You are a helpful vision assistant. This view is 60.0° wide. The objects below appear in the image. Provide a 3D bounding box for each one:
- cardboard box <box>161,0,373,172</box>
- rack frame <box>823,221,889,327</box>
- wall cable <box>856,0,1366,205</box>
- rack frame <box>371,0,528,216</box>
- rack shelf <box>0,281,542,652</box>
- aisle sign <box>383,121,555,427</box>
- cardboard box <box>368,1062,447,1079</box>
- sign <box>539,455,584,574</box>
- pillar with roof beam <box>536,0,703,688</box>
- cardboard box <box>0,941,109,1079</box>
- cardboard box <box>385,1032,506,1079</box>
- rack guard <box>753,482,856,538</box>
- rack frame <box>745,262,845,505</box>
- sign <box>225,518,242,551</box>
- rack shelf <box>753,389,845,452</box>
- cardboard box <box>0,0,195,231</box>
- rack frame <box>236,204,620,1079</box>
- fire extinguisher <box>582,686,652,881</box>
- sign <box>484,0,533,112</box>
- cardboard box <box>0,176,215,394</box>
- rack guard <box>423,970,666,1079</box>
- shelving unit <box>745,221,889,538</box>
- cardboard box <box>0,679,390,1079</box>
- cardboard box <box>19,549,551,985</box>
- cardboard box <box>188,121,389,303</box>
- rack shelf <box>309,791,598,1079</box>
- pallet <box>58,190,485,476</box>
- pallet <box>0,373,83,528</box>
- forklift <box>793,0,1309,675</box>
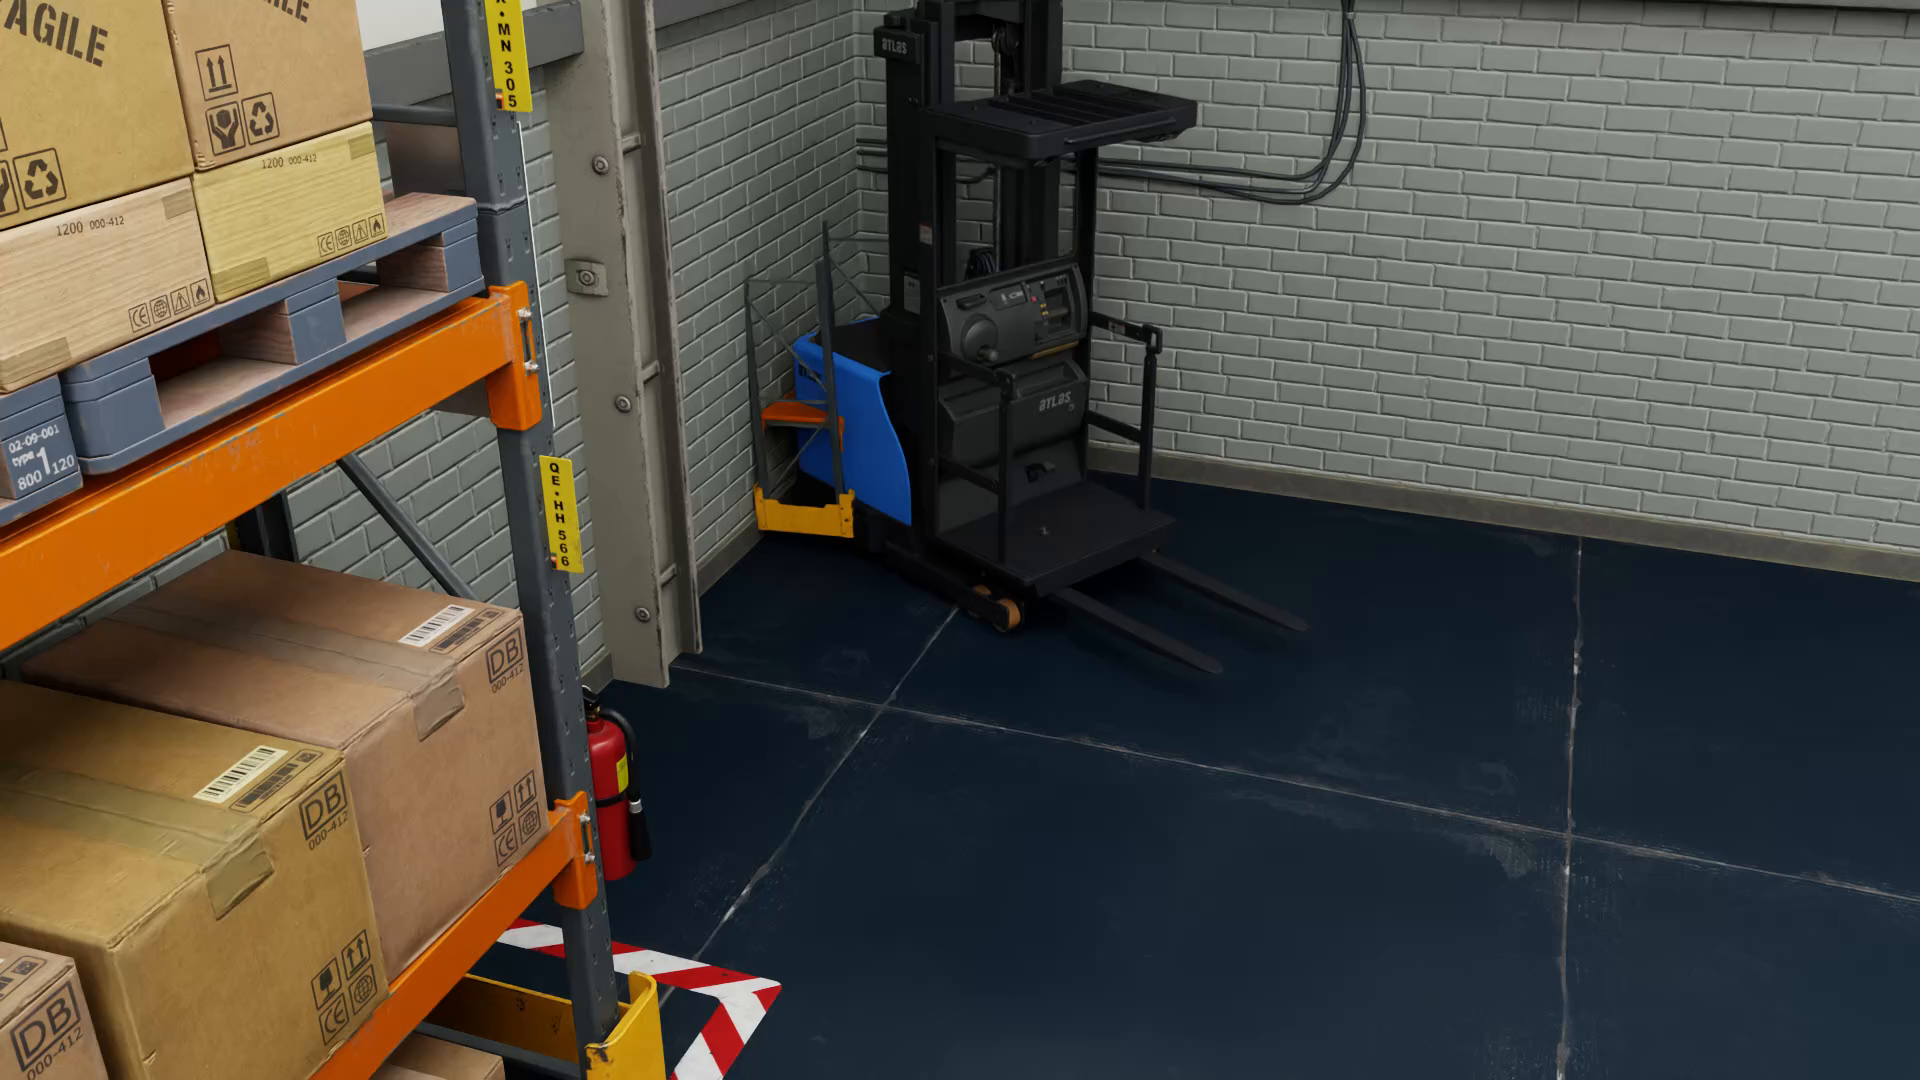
[{"bbox_3d":[-1.536,-1.035,3.219,0.500,0.500,0.500,9,27,17],"label":"cardboard box"},{"bbox_3d":[-0.534,-1.112,9.719,0.500,1.500,0.032,5,23,20],"label":"rack frame"},{"bbox_3d":[0.669,-3.096,8.882,3.097,2.526,0.112,9,27,17],"label":"wall cable"},{"bbox_3d":[-1.550,-2.222,3.512,1.000,3.000,0.127,9,27,17],"label":"rack frame"},{"bbox_3d":[-2.216,0.274,2.625,1.077,0.370,4.000,9,27,17],"label":"rack shelf"},{"bbox_3d":[-1.243,-0.678,4.224,0.394,0.787,0.004,9,27,17],"label":"aisle sign"},{"bbox_3d":[-1.560,1.504,4.344,0.380,0.149,0.250,8,27,17],"label":"cardboard box"},{"bbox_3d":[-1.043,-0.065,4.341,0.100,0.325,0.005,9,27,17],"label":"sign"},{"bbox_3d":[2.592,-2.832,4.773,9.100,9.000,0.400,9,27,17],"label":"pillar with roof beam"},{"bbox_3d":[-2.204,1.167,3.053,0.980,0.700,0.700,7,27,15],"label":"cardboard box"},{"bbox_3d":[-1.689,1.717,4.649,0.700,0.500,0.500,9,27,17],"label":"cardboard box"},{"bbox_3d":[-0.846,-0.166,9.092,0.587,0.250,0.087,5,23,20],"label":"rack guard"},{"bbox_3d":[-0.887,-0.738,8.842,0.500,1.500,0.032,5,23,20],"label":"rack frame"},{"bbox_3d":[-2.071,-0.030,4.785,0.100,0.325,0.005,9,27,17],"label":"sign"},{"bbox_3d":[-0.700,-0.758,9.348,0.538,0.185,1.000,5,23,20],"label":"rack shelf"},{"bbox_3d":[-1.713,-0.831,2.797,0.500,0.500,0.500,10,27,19],"label":"cardboard box"},{"bbox_3d":[-1.550,0.479,4.819,1.000,3.000,0.127,9,27,17],"label":"rack frame"},{"bbox_3d":[-1.065,0.686,4.907,0.296,0.674,0.183,9,27,17],"label":"fire extinguisher"},{"bbox_3d":[-1.043,-1.150,3.816,0.100,0.325,0.005,9,27,17],"label":"sign"},{"bbox_3d":[-1.716,-0.485,2.942,0.500,0.250,0.500,8,27,15],"label":"cardboard box"},{"bbox_3d":[-1.542,1.594,5.385,1.175,0.500,0.348,9,27,17],"label":"rack guard"},{"bbox_3d":[-0.707,-0.928,9.288,0.587,1.500,1.083,5,23,20],"label":"shelving unit"},{"bbox_3d":[-1.942,0.855,3.697,0.980,0.700,0.700,9,27,17],"label":"cardboard box"},{"bbox_3d":[-1.710,0.555,4.318,0.980,0.700,0.700,10,28,20],"label":"cardboard box"},{"bbox_3d":[-1.544,-0.699,3.384,0.500,0.250,0.500,10,27,19],"label":"cardboard box"},{"bbox_3d":[-2.216,1.624,3.279,1.077,0.370,4.000,9,27,17],"label":"rack shelf"},{"bbox_3d":[-1.787,-0.525,3.552,1.003,0.211,1.213,9,27,17],"label":"pallet"},{"bbox_3d":[-2.191,-0.022,2.513,1.003,0.211,1.213,9,27,17],"label":"pallet"},{"bbox_3d":[0.416,-1.109,8.178,1.130,2.935,3.031,-21,33,-36],"label":"forklift"}]
